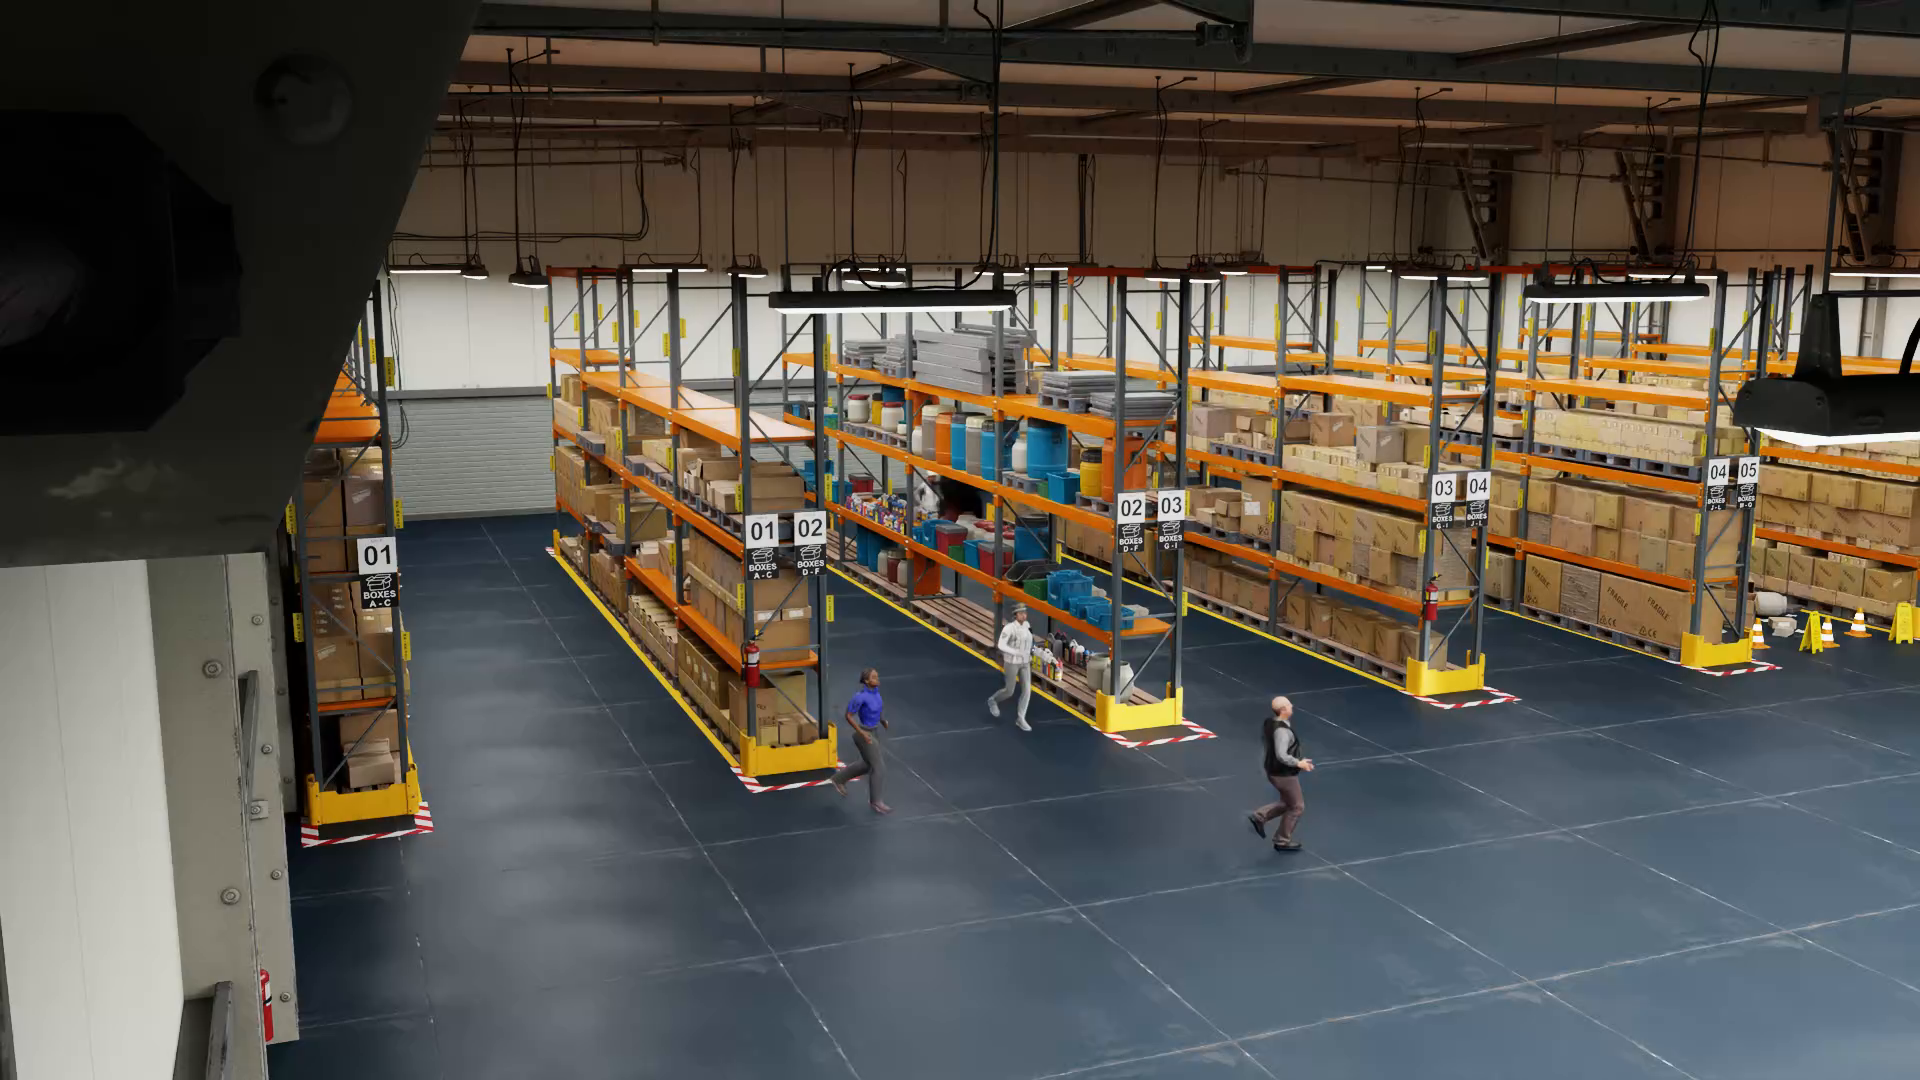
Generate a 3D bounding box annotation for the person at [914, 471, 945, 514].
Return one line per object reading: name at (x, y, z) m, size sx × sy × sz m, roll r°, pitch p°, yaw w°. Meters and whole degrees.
person at (-0.613, -0.695, 35.198) m, size 0.580 × 1.639 × 0.838 m, roll -7°, pitch 12°, yaw -34°

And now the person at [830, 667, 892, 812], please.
person at (-1.133, 2.269, 19.022) m, size 0.786 × 1.663 × 0.583 m, roll 3°, pitch 10°, yaw 17°

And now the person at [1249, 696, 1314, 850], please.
person at (3.410, 2.473, 17.648) m, size 0.609 × 1.672 × 0.657 m, roll -1°, pitch 10°, yaw -3°

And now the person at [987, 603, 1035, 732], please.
person at (0.746, 1.659, 22.348) m, size 0.626 × 1.696 × 0.809 m, roll -7°, pitch 12°, yaw -35°
